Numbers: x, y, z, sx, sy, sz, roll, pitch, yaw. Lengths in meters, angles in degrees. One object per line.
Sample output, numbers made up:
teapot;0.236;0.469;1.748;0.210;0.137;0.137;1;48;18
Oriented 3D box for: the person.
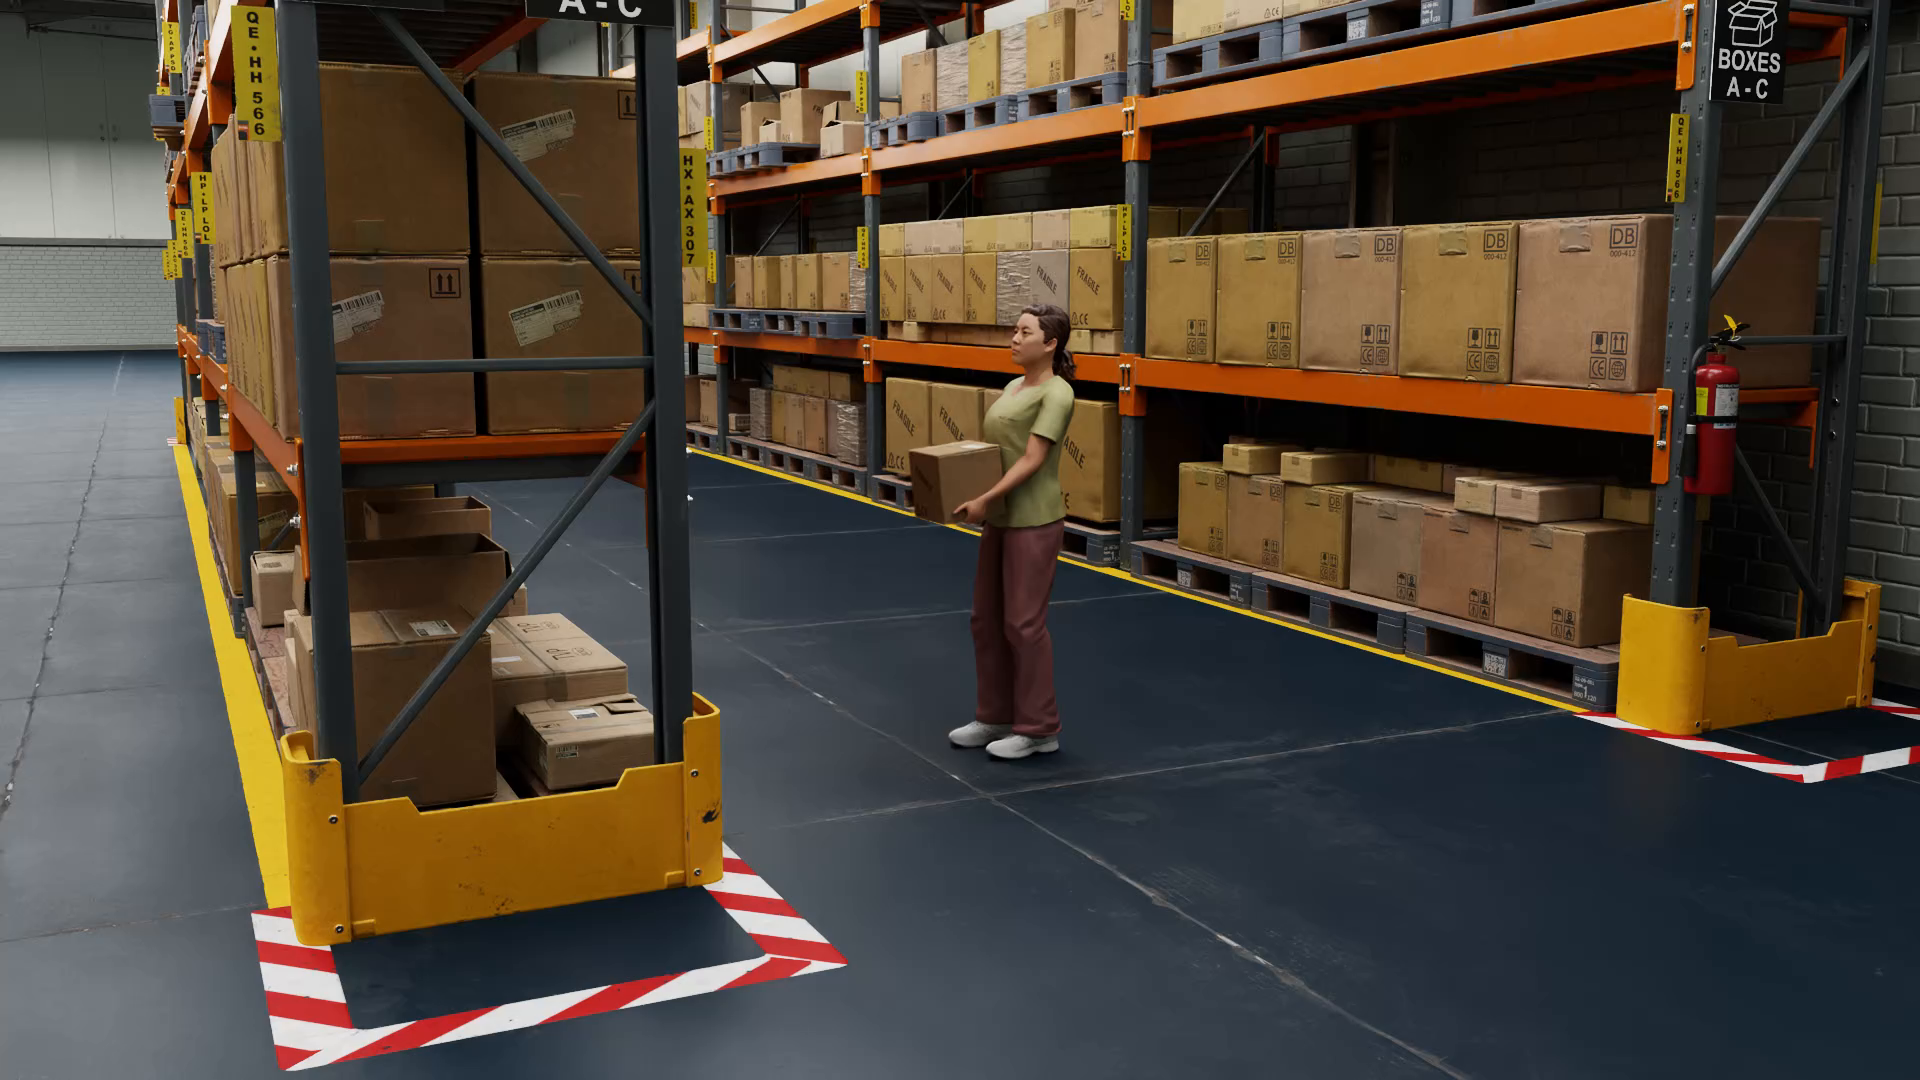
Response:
person;0.172;-0.037;6.133;0.559;1.662;0.427;-4;10;-26
